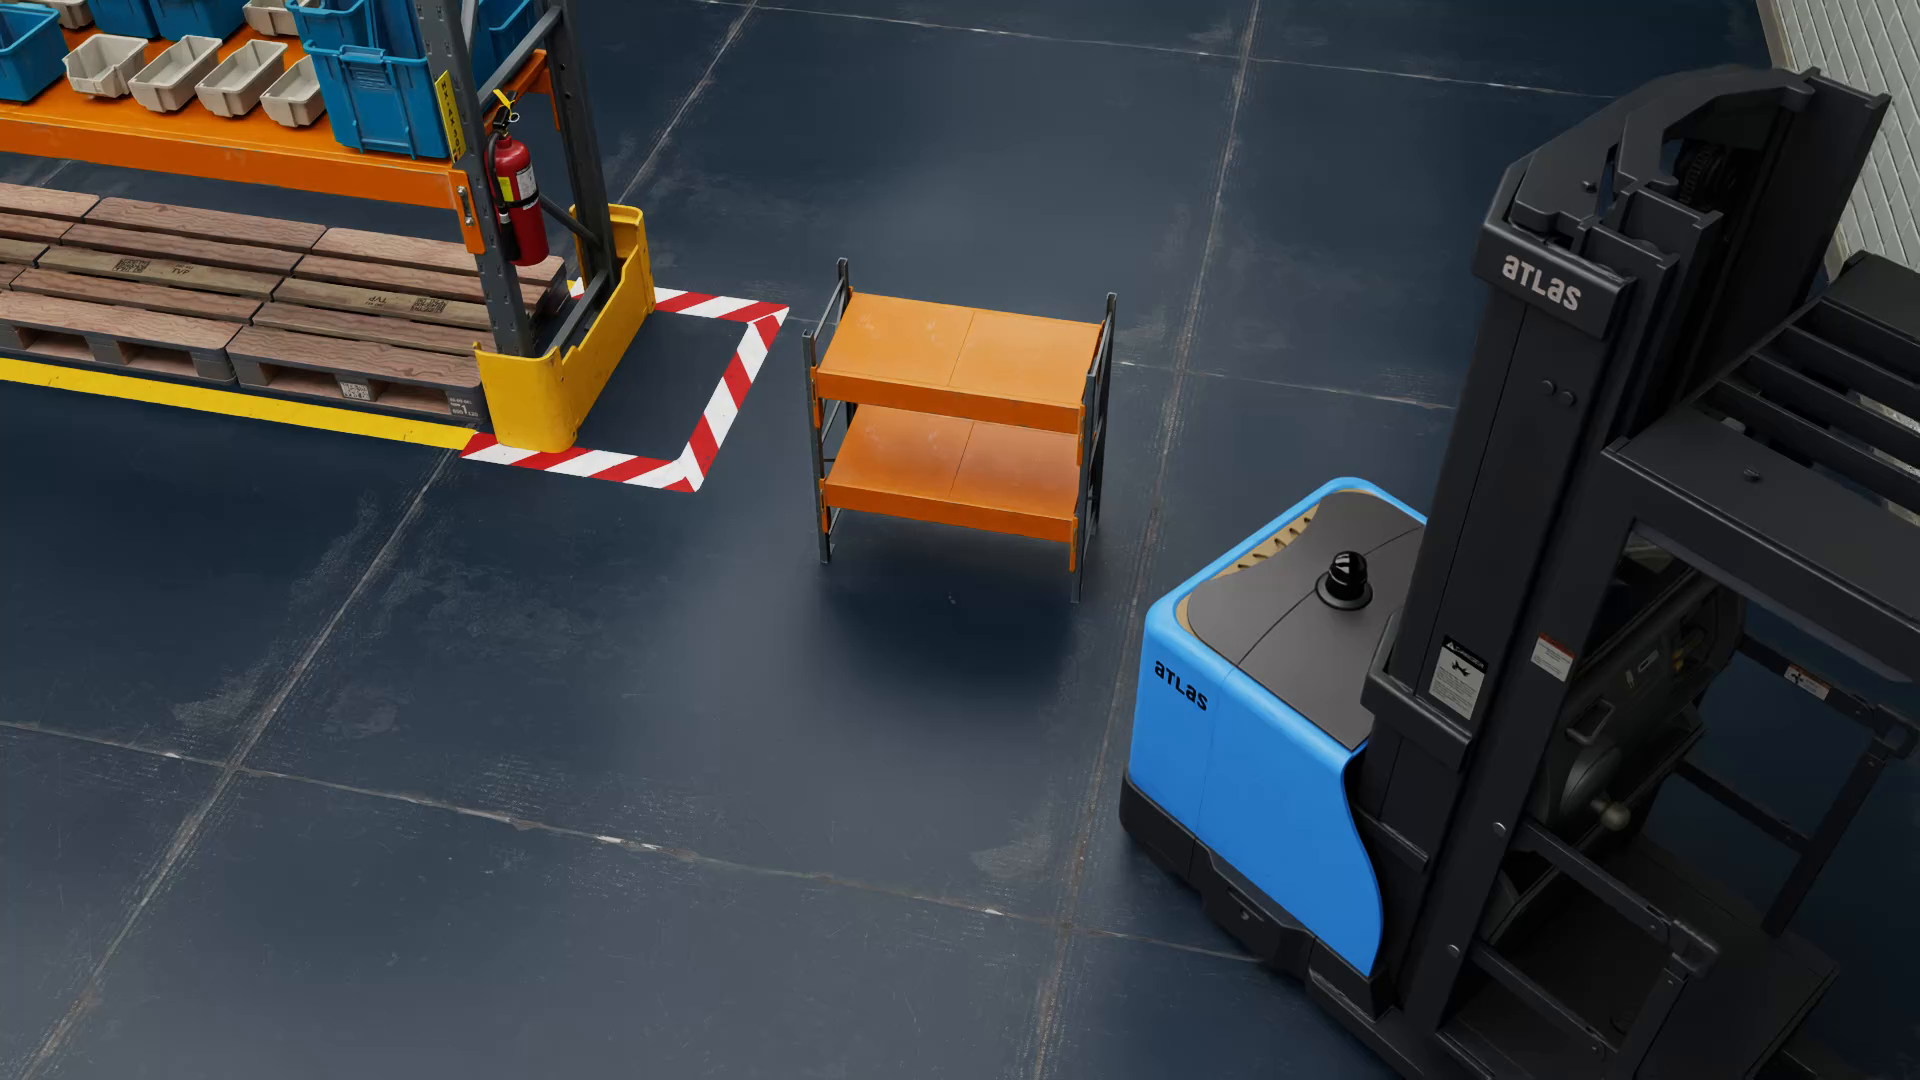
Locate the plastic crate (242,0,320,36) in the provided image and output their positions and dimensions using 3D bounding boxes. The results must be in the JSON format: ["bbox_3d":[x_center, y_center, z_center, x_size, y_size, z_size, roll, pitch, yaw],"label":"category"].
[{"bbox_3d":[-2.880,-2.254,7.076,0.298,0.136,0.250,9,45,9],"label":"plastic crate"}]

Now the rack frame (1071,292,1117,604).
[{"bbox_3d":[0.503,-0.327,6.279,0.032,1.125,0.500,9,45,9],"label":"rack frame"}]

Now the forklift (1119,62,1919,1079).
[{"bbox_3d":[1.898,0.470,4.148,1.130,2.935,3.031,-32,52,-29],"label":"forklift"}]

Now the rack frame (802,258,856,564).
[{"bbox_3d":[-0.489,-0.481,6.439,0.032,1.125,0.500,9,45,9],"label":"rack frame"}]

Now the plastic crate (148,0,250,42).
[{"bbox_3d":[-3.208,-2.281,7.034,0.300,0.233,0.416,9,45,9],"label":"plastic crate"}]

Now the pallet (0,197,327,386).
[{"bbox_3d":[-3.737,-1.193,7.837,1.213,0.211,1.003,9,45,9],"label":"pallet"}]

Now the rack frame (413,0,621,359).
[{"bbox_3d":[-1.754,-1.860,6.519,0.127,3.000,1.000,9,45,9],"label":"rack frame"}]

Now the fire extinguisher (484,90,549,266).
[{"bbox_3d":[-1.706,-1.367,6.332,0.183,0.674,0.296,9,45,9],"label":"fire extinguisher"}]

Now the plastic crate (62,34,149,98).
[{"bbox_3d":[-3.439,-1.899,6.707,0.250,0.136,0.298,9,45,9],"label":"plastic crate"}]

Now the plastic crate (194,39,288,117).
[{"bbox_3d":[-2.869,-1.841,6.647,0.243,0.136,0.396,9,45,9],"label":"plastic crate"}]

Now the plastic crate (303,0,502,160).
[{"bbox_3d":[-2.122,-1.819,6.408,0.499,0.435,0.616,9,45,9],"label":"plastic crate"}]

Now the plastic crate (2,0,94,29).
[{"bbox_3d":[-3.893,-2.332,7.157,0.466,0.136,0.293,9,45,9],"label":"plastic crate"}]

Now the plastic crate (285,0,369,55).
[{"bbox_3d":[-2.566,-2.181,6.930,0.300,0.233,0.416,9,45,9],"label":"plastic crate"}]

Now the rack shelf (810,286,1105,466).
[{"bbox_3d":[0.007,-0.615,6.156,1.000,0.278,0.538,9,45,9],"label":"rack shelf"}]

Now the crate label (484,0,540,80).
[{"bbox_3d":[-1.923,-2.081,6.827,0.303,0.233,0.416,9,45,9],"label":"crate label"}]

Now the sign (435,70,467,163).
[{"bbox_3d":[-1.858,-1.544,6.073,0.005,0.325,0.100,9,45,9],"label":"sign"}]

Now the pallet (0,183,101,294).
[{"bbox_3d":[-4.932,-1.376,8.027,1.213,0.211,1.003,9,45,9],"label":"pallet"}]

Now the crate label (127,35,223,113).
[{"bbox_3d":[-3.146,-1.867,6.673,0.243,0.136,0.396,9,45,9],"label":"crate label"}]

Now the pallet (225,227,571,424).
[{"bbox_3d":[-2.550,-1.006,7.643,1.213,0.211,1.003,9,45,9],"label":"pallet"}]

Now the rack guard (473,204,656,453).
[{"bbox_3d":[-1.728,-0.964,7.391,0.348,0.500,1.175,9,45,9],"label":"rack guard"}]

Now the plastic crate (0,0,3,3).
[{"bbox_3d":[-4.208,-2.089,6.799,0.530,0.282,0.437,9,45,9],"label":"plastic crate"}]

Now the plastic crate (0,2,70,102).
[{"bbox_3d":[-3.814,-1.959,6.699,0.300,0.233,0.416,9,45,9],"label":"plastic crate"}]

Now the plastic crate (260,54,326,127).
[{"bbox_3d":[-2.590,-1.787,6.591,0.243,0.136,0.396,9,45,9],"label":"plastic crate"}]

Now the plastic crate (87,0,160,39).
[{"bbox_3d":[-3.501,-2.326,7.081,0.300,0.233,0.416,9,45,9],"label":"plastic crate"}]

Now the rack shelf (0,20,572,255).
[{"bbox_3d":[-3.706,-1.904,7.083,4.000,0.370,1.077,9,45,9],"label":"rack shelf"}]

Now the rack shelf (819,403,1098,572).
[{"bbox_3d":[0.007,-0.228,6.528,1.000,0.278,0.538,9,45,9],"label":"rack shelf"}]

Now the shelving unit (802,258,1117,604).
[{"bbox_3d":[0.007,-0.404,6.359,1.048,1.125,0.538,9,45,9],"label":"shelving unit"}]
